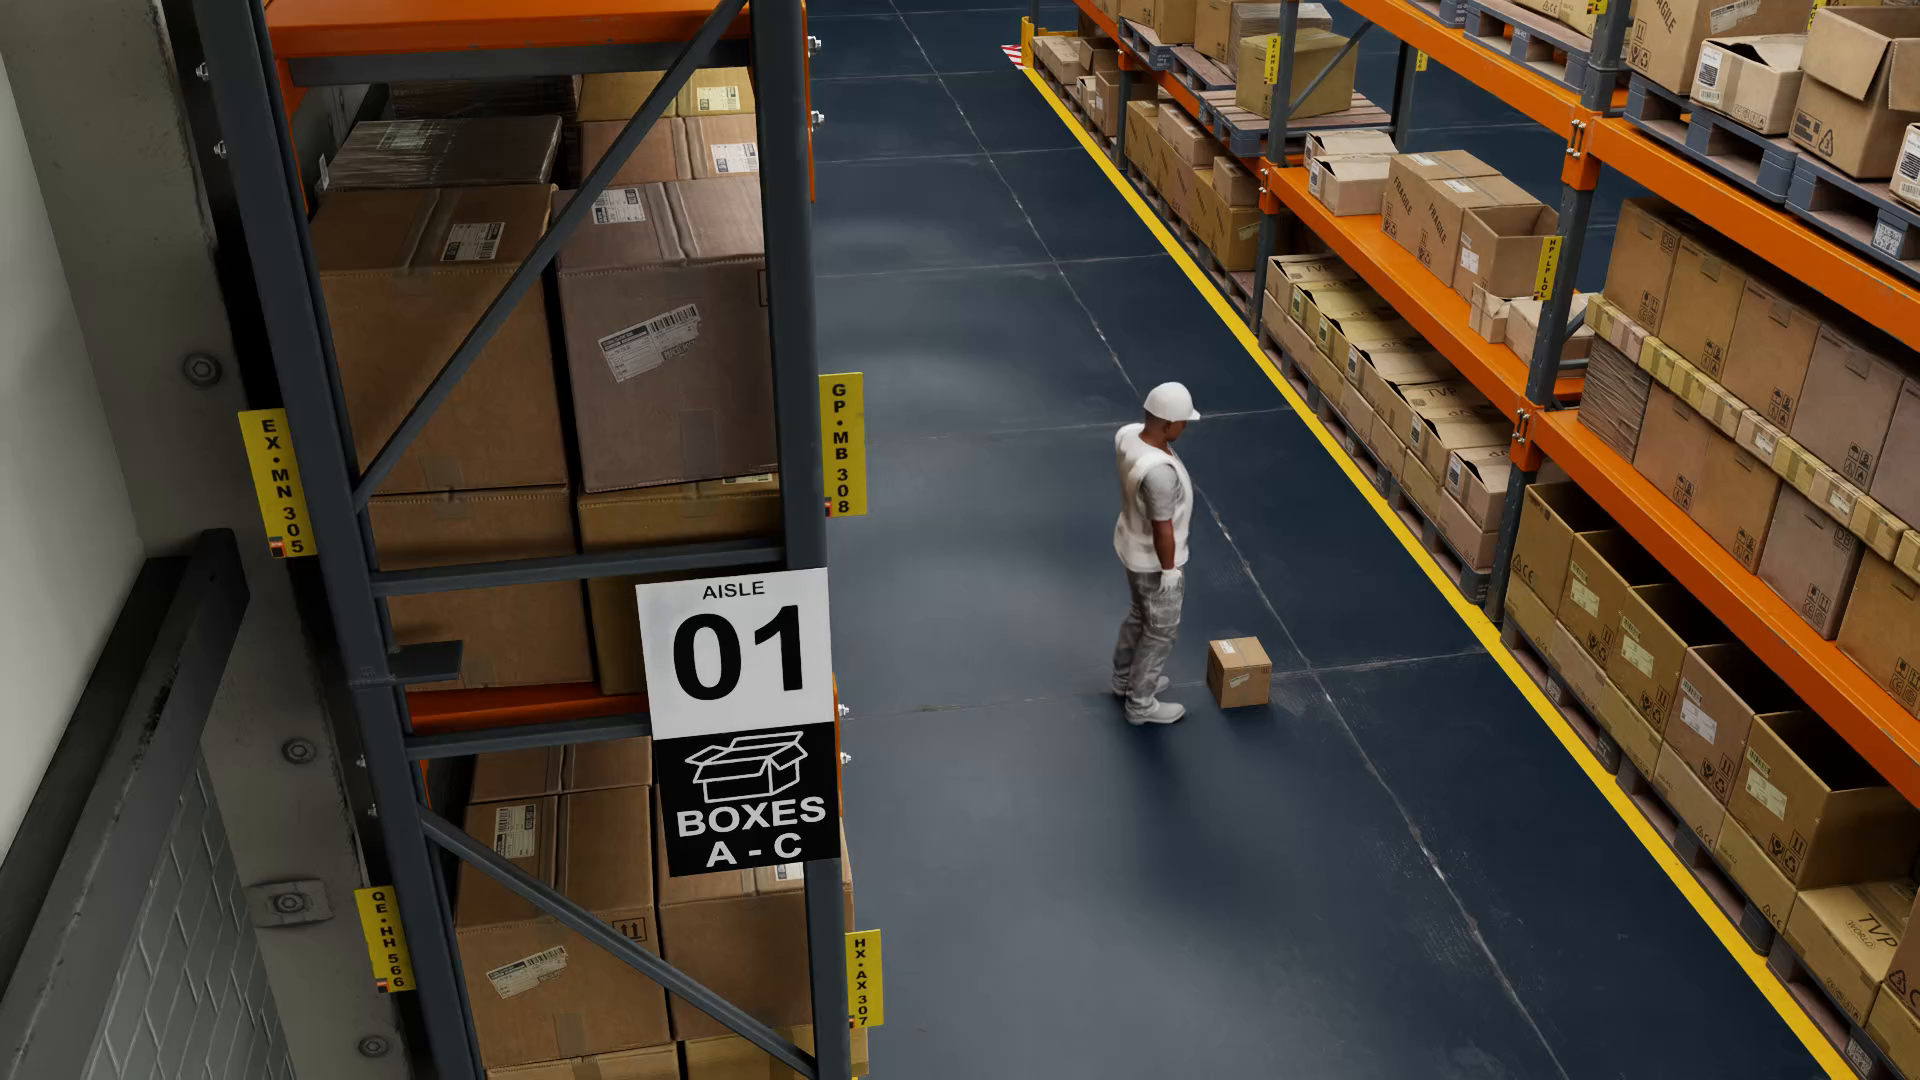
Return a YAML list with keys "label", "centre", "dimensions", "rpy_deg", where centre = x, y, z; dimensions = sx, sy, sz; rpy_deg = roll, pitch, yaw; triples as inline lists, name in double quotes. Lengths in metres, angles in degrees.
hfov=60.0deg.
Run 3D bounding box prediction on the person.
- label: "person"
  centre: [0.928, 0.058, 8.036]
  dimensions: [0.367, 1.777, 0.551]
  rpy_deg: [-5, 31, -8]
